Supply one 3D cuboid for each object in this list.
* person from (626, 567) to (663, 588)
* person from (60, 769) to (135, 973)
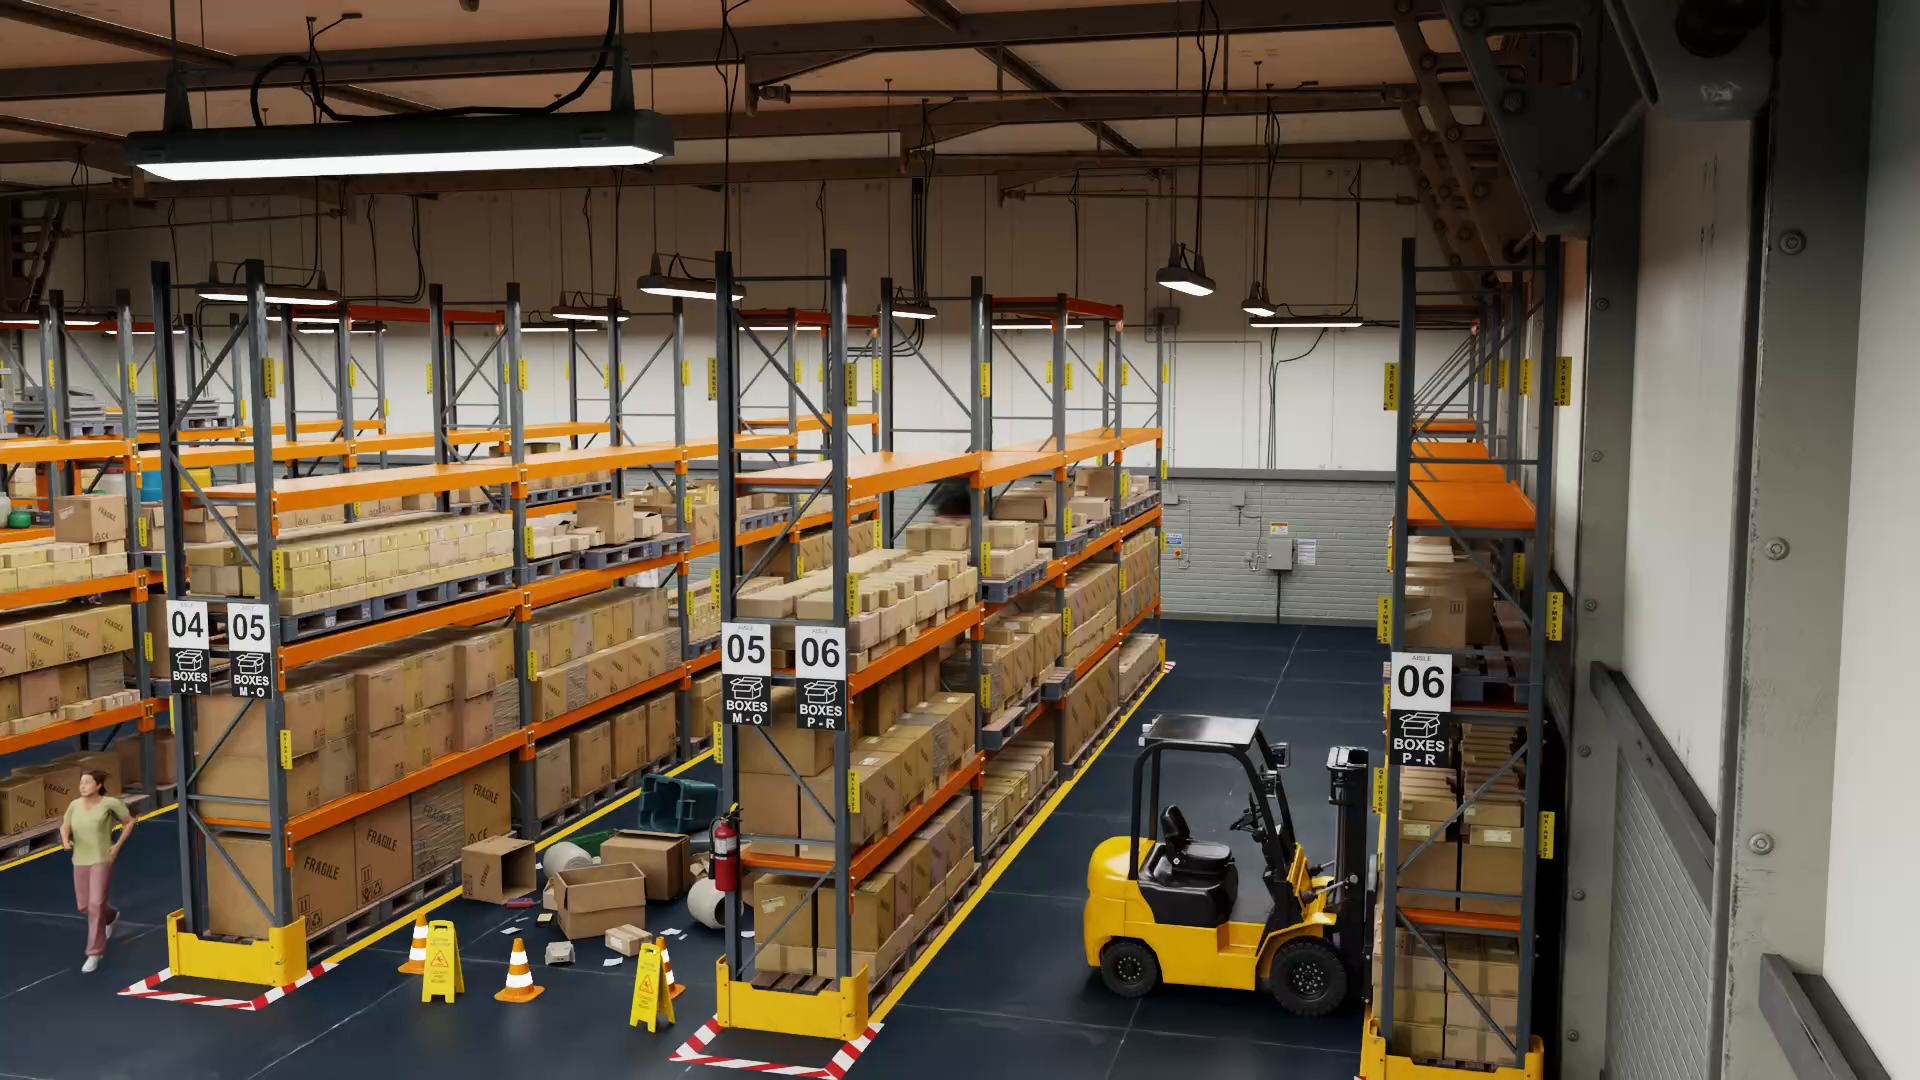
[{"bbox_3d":[-5.905,0.981,31.448,0.663,1.776,0.689,-6,8,-42],"label":"person"},{"bbox_3d":[-7.530,2.818,14.471,0.585,1.685,0.804,0,6,1],"label":"person"}]
